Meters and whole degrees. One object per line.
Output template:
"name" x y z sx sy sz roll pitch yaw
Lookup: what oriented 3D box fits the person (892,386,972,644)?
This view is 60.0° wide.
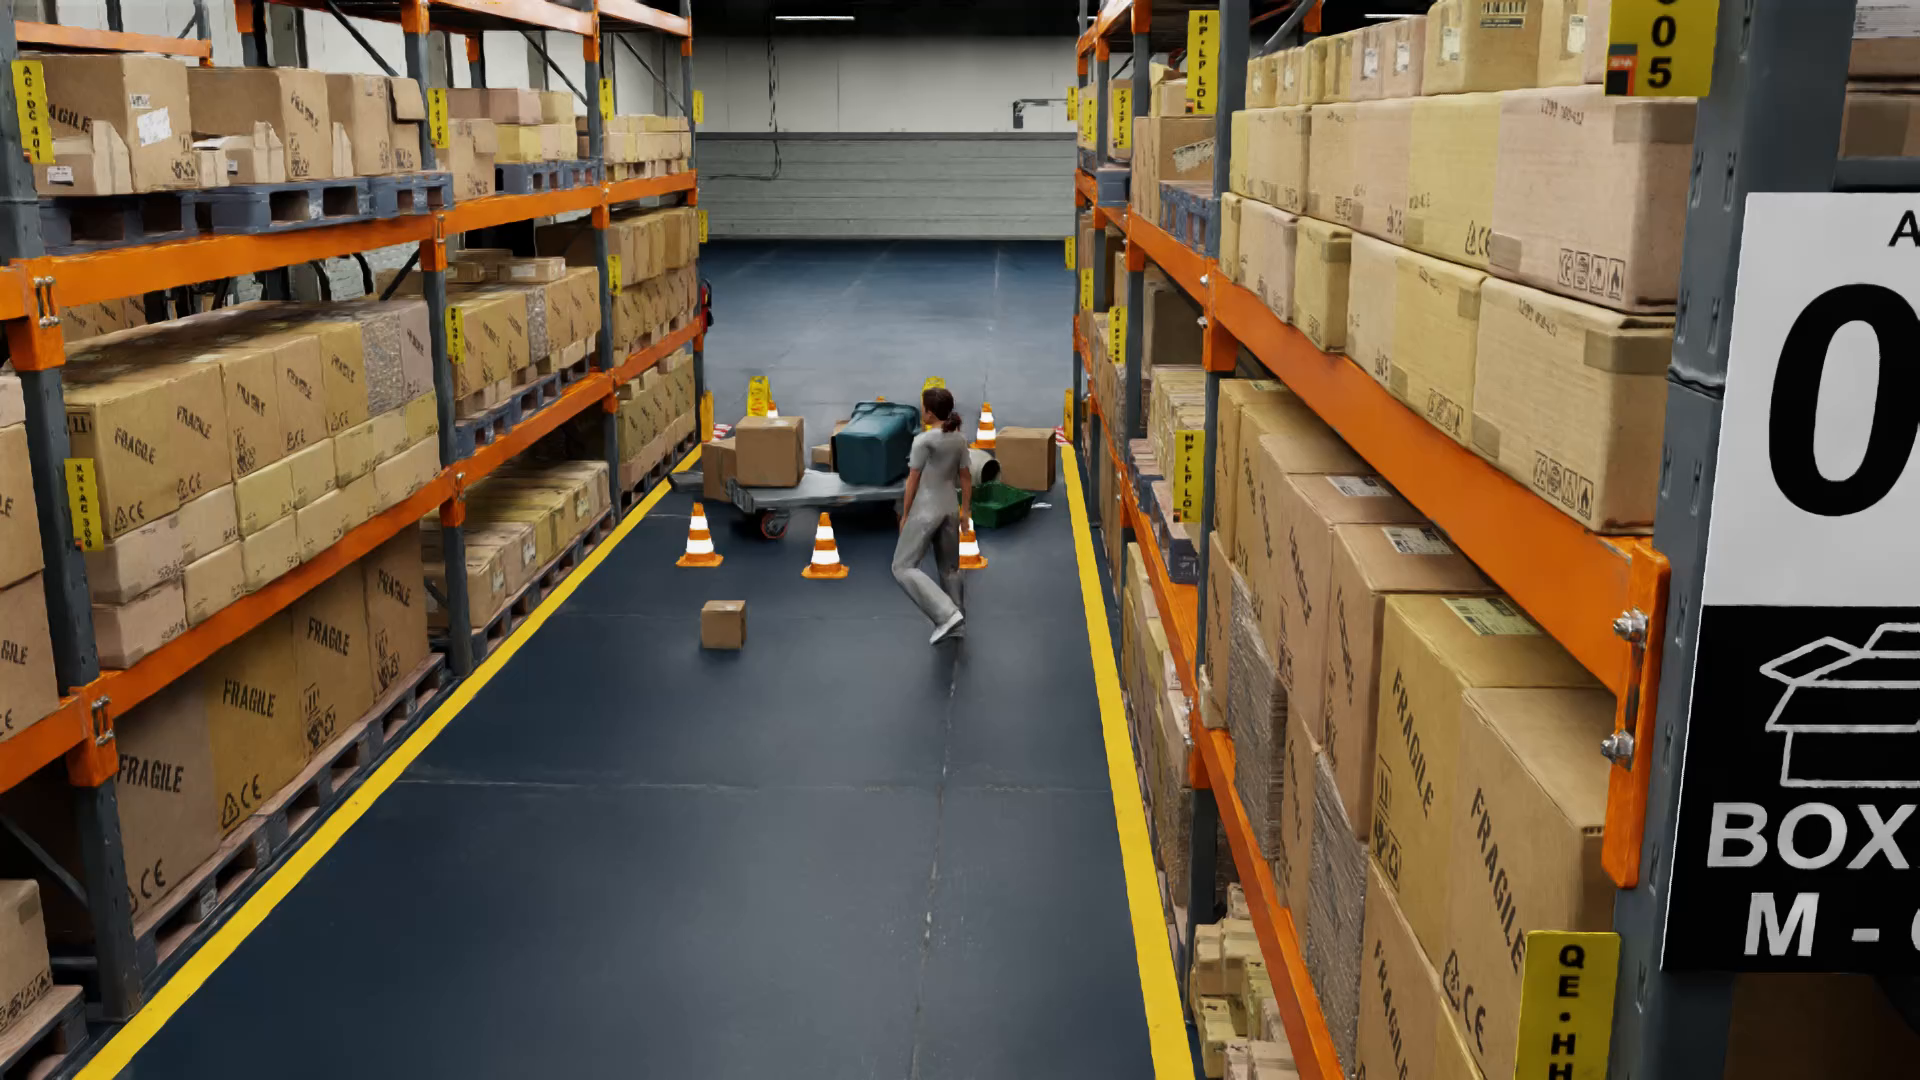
"person" -0.098 -0.139 10.502 0.602 1.663 0.585 -13 19 -42
